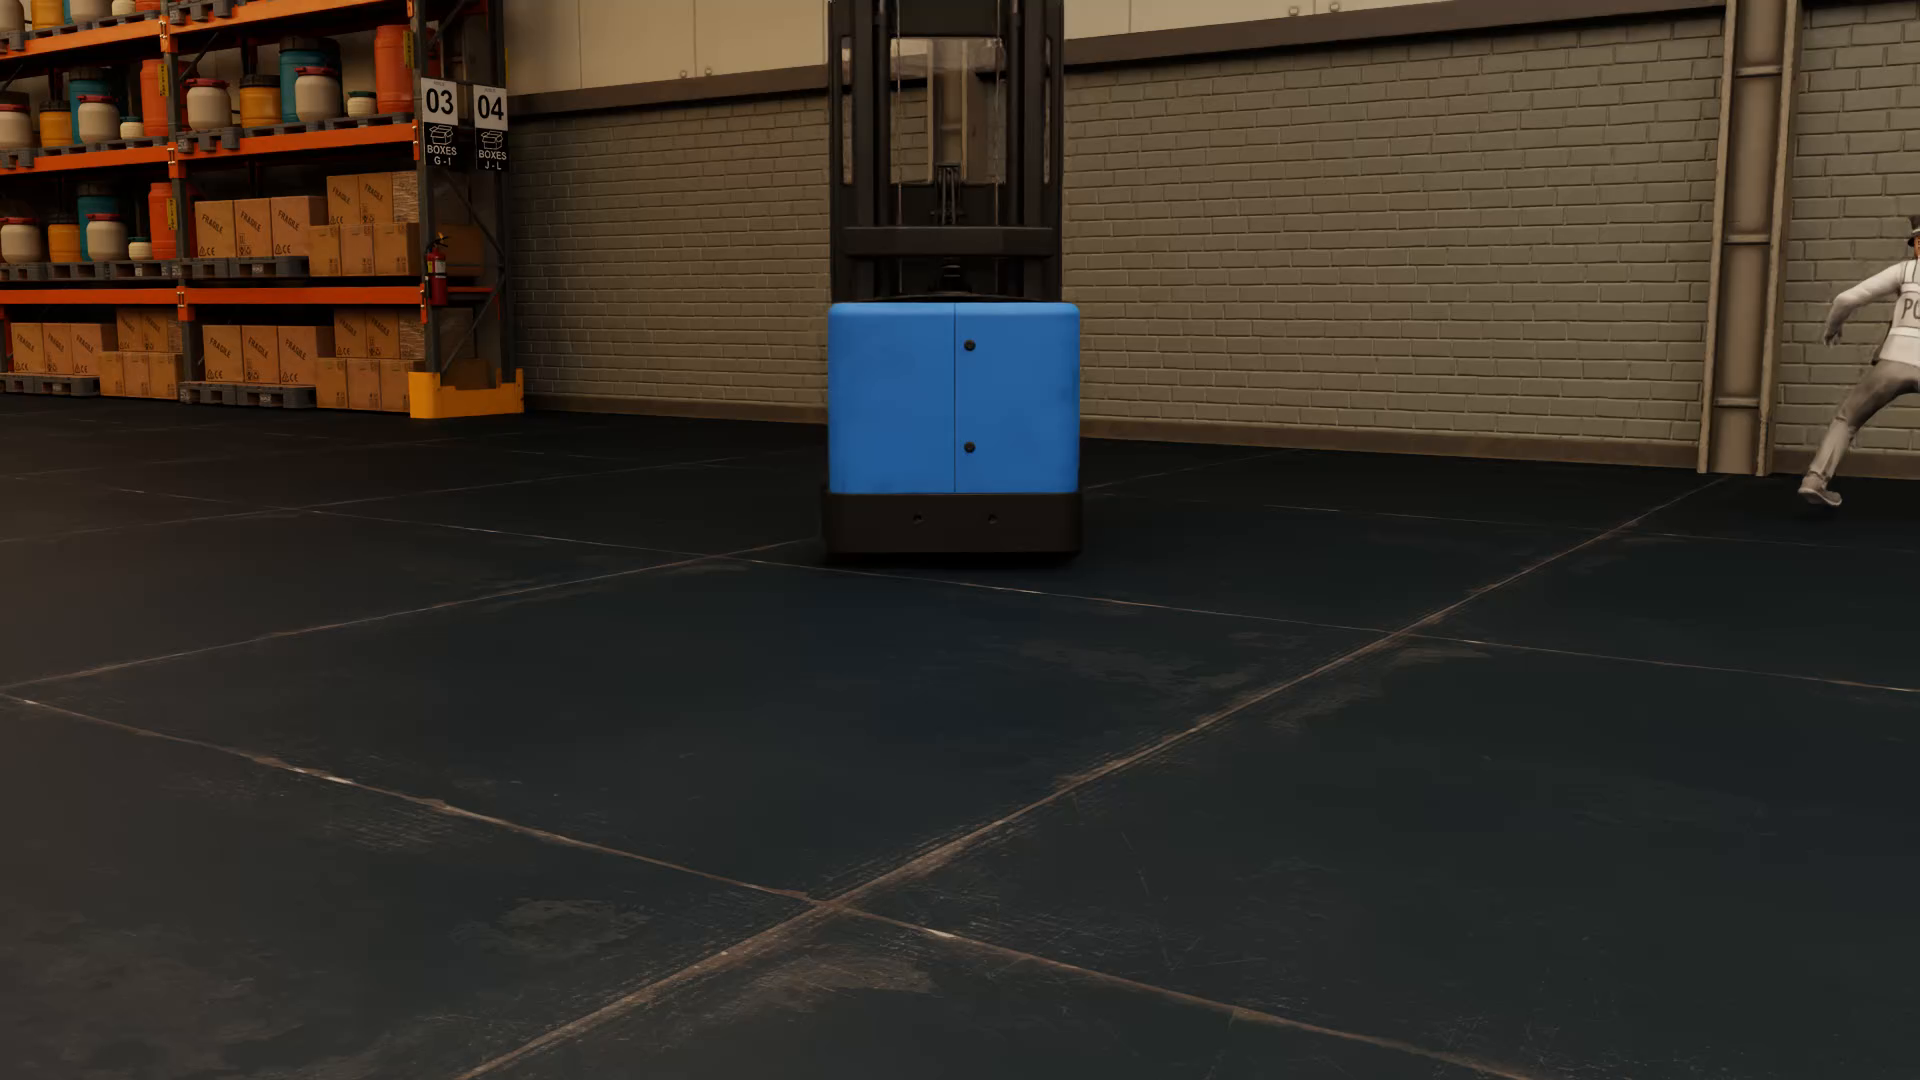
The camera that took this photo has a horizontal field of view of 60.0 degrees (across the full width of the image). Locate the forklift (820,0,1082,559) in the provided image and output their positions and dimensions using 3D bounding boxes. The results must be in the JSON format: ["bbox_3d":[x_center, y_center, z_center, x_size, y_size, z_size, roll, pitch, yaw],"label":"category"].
[{"bbox_3d":[-0.075,-1.541,8.032,1.130,2.935,3.031,0,8,-2],"label":"forklift"}]

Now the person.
[{"bbox_3d":[4.767,-0.796,8.142,1.067,1.596,0.528,6,10,34],"label":"person"}]
